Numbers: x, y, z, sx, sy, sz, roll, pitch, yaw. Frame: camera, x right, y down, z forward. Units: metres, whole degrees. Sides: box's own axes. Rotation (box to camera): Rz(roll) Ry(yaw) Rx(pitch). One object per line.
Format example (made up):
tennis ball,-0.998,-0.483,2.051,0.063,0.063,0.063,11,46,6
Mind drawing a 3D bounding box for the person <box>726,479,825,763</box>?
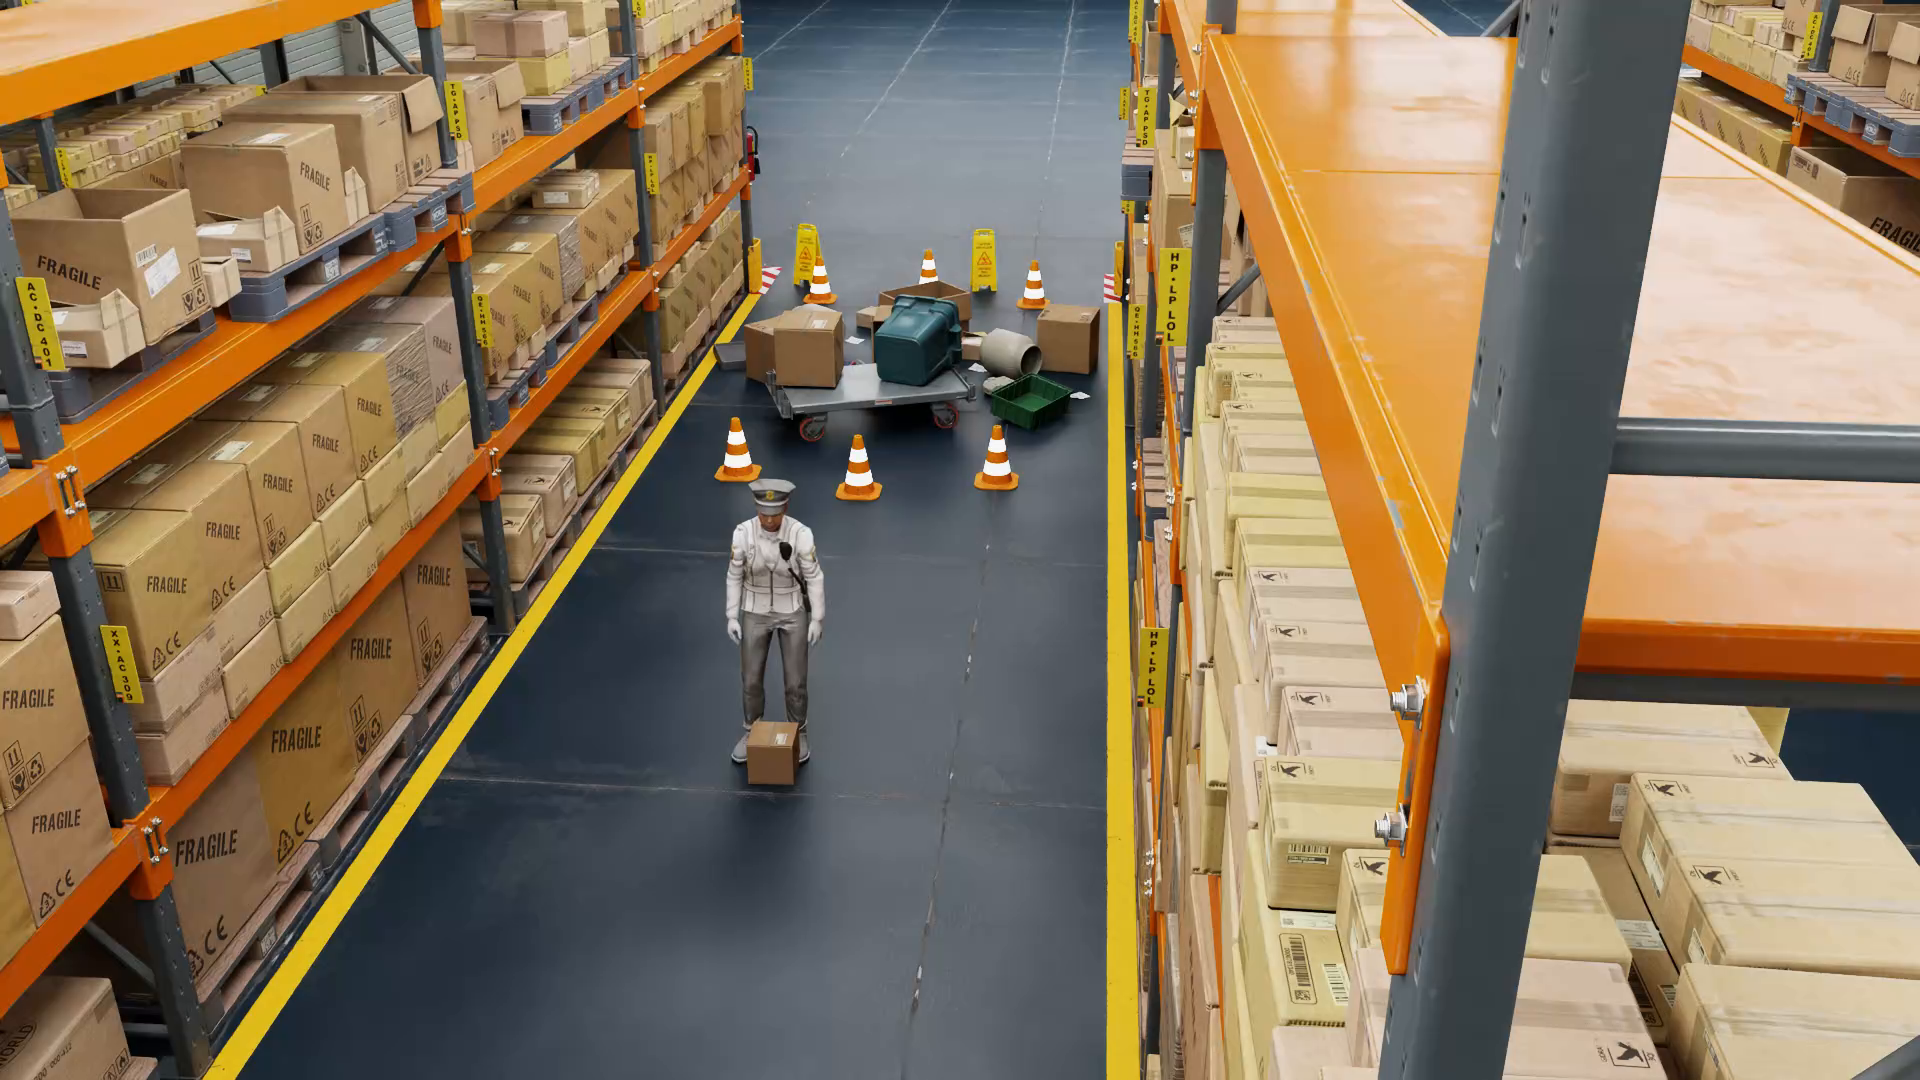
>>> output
person,-1.003,0.428,9.052,0.546,1.667,0.369,1,25,2
